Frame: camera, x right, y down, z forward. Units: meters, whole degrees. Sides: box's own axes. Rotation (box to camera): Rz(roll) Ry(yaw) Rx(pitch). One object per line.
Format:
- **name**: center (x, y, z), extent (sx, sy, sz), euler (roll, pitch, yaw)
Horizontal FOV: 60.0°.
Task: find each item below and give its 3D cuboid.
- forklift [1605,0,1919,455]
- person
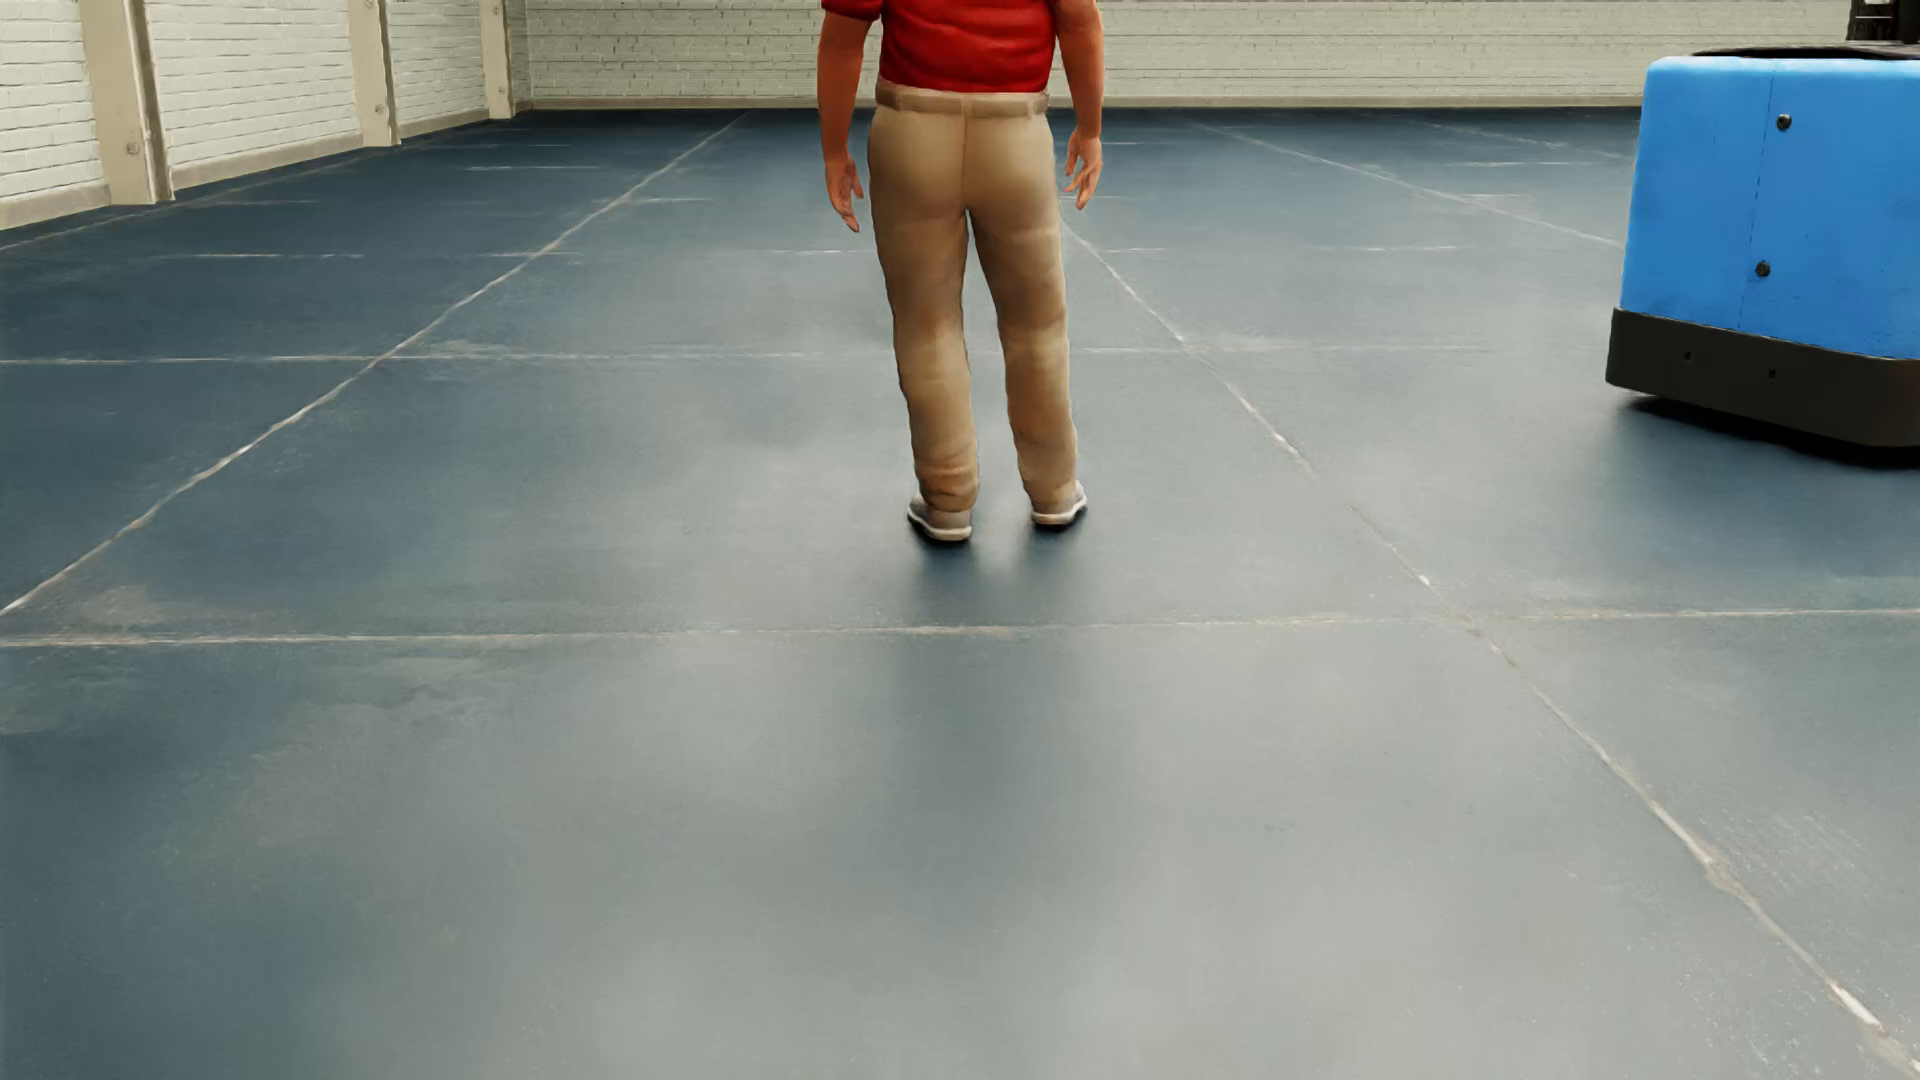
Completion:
- **forklift**: center (3.626, -1.898, 5.111), extent (3.031, 2.935, 1.130), euler (-8, 19, -24)
- **person**: center (0.007, -0.860, 3.749), extent (0.640, 1.726, 0.550), euler (-1, 17, -3)
